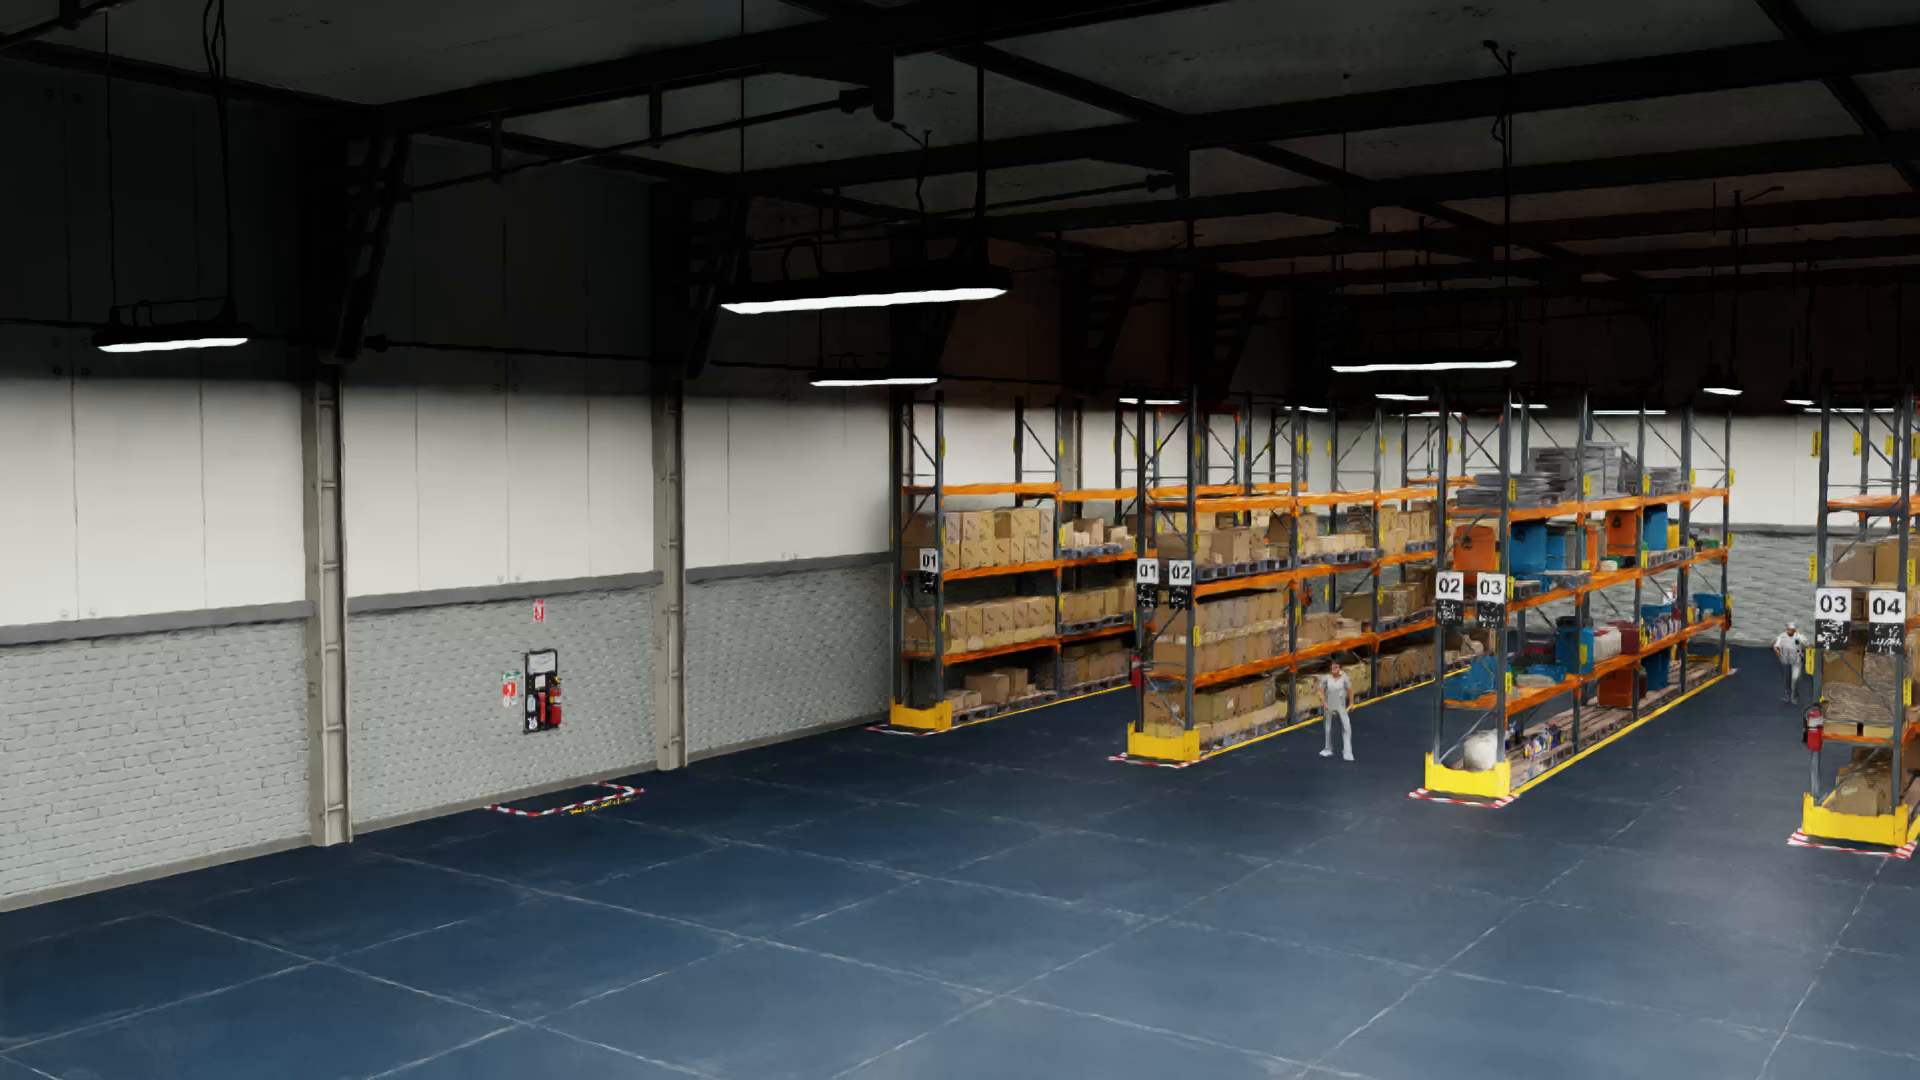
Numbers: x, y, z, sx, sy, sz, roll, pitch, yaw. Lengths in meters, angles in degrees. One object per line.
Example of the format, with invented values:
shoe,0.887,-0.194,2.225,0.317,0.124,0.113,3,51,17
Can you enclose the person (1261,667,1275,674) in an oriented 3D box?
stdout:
person,6.267,2.230,34.188,0.719,1.714,0.578,2,4,34

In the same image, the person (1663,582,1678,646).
person,17.388,1.859,40.445,0.598,1.698,1.194,2,4,38

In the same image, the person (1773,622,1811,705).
person,16.227,2.380,32.462,0.628,1.599,0.828,3,4,40

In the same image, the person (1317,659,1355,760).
person,6.031,2.693,26.620,0.601,1.616,0.770,1,3,15
